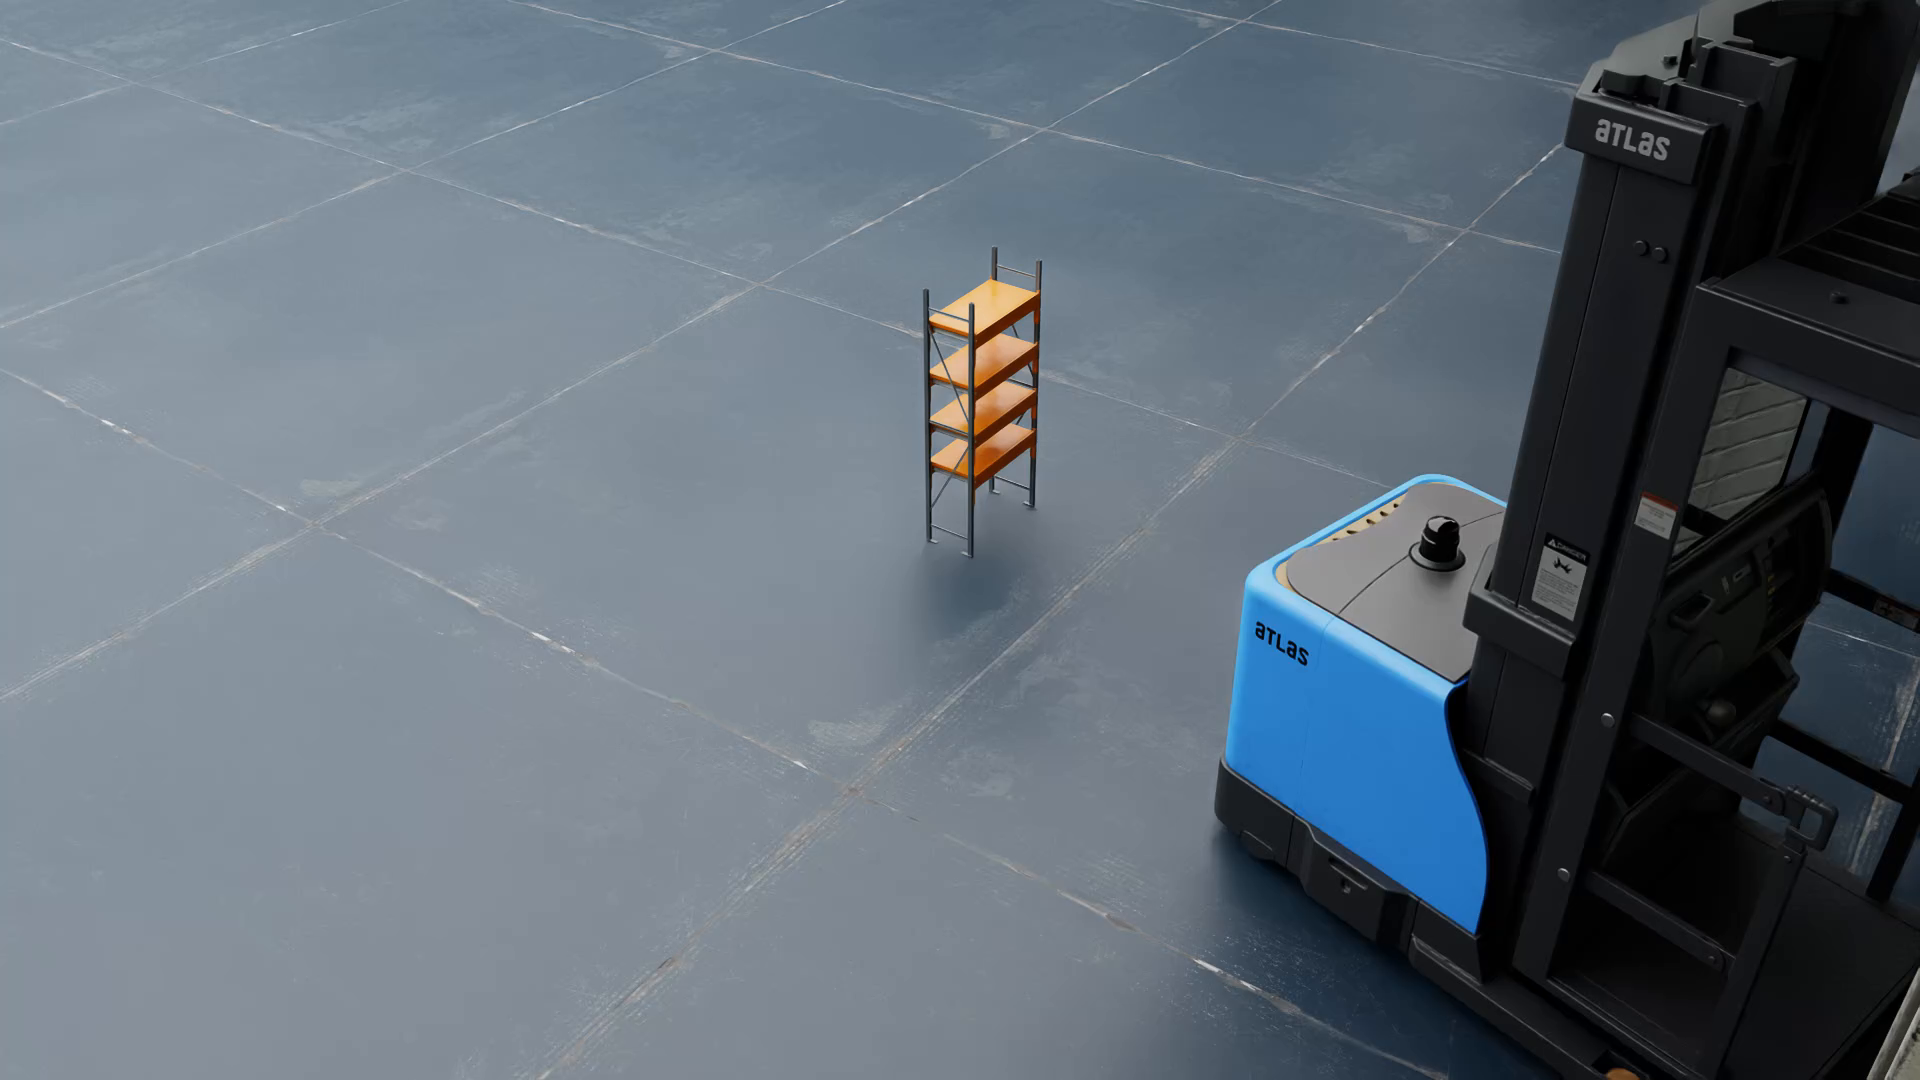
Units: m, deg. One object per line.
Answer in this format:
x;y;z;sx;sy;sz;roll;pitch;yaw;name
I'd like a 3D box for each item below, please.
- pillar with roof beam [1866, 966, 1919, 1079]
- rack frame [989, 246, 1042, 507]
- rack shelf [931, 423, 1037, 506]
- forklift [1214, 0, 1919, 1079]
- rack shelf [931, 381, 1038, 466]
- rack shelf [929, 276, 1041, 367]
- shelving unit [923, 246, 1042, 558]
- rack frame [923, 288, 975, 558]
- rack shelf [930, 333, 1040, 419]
-1.189;-3.149;3.874;9.100;9.000;0.400;21;39;28;pillar with roof beam
0.233;-0.686;7.193;0.240;1.200;0.015;21;39;28;rack frame
0.094;-0.353;7.175;0.258;0.148;0.480;21;39;28;rack shelf
2.216;0.228;4.296;1.130;2.935;3.031;-26;42;-33;forklift
0.094;-0.517;7.064;0.258;0.148;0.480;21;39;28;rack shelf
0.094;-0.899;6.806;0.258;0.148;0.480;21;39;28;rack shelf
0.094;-0.573;7.027;0.258;1.200;0.503;21;39;28;shelving unit
-0.045;-0.461;6.860;0.240;1.200;0.015;21;39;28;rack frame
0.094;-0.703;6.939;0.258;0.148;0.480;21;39;28;rack shelf
